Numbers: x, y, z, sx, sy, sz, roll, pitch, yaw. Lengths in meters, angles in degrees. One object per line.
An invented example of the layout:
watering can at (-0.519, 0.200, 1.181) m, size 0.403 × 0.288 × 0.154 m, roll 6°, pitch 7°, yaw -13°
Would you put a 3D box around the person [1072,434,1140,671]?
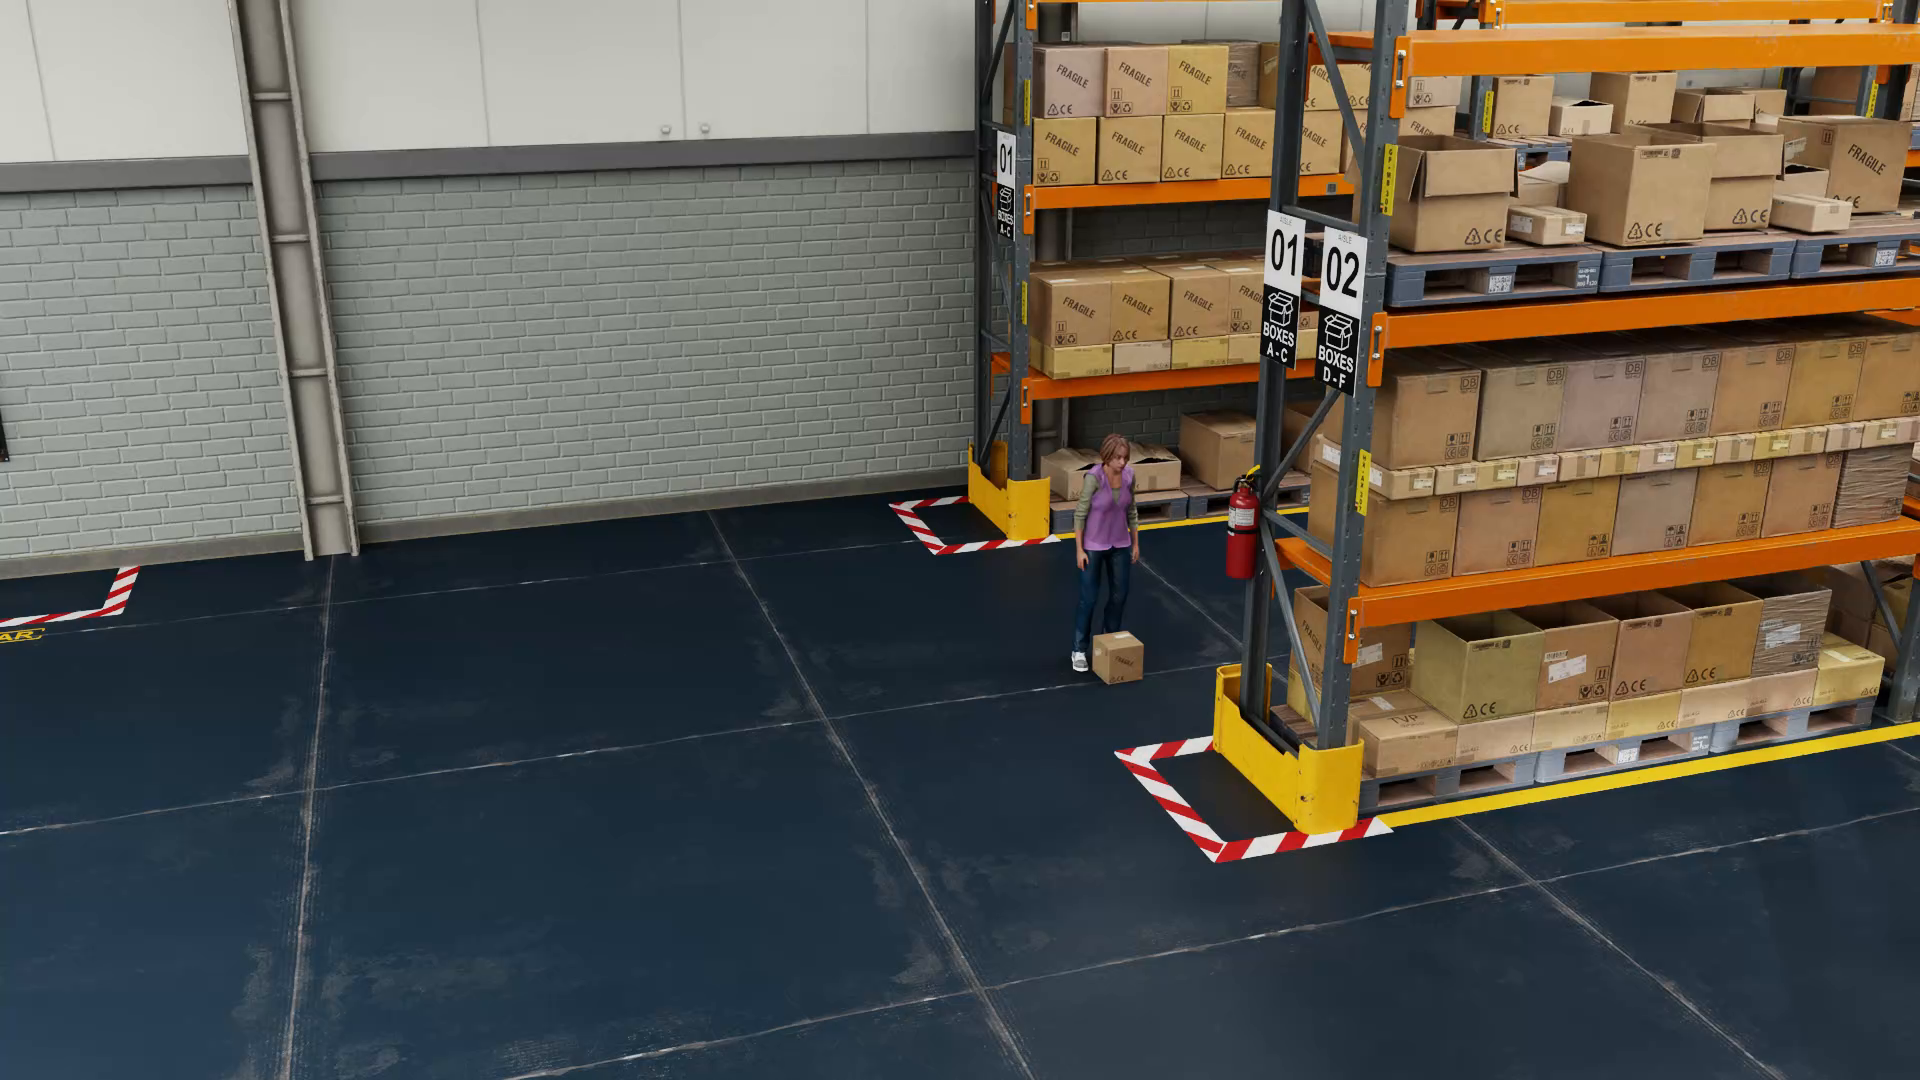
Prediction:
person at (0.954, 0.067, 10.913) m, size 0.485 × 1.582 × 0.342 m, roll -7°, pitch 21°, yaw -20°
